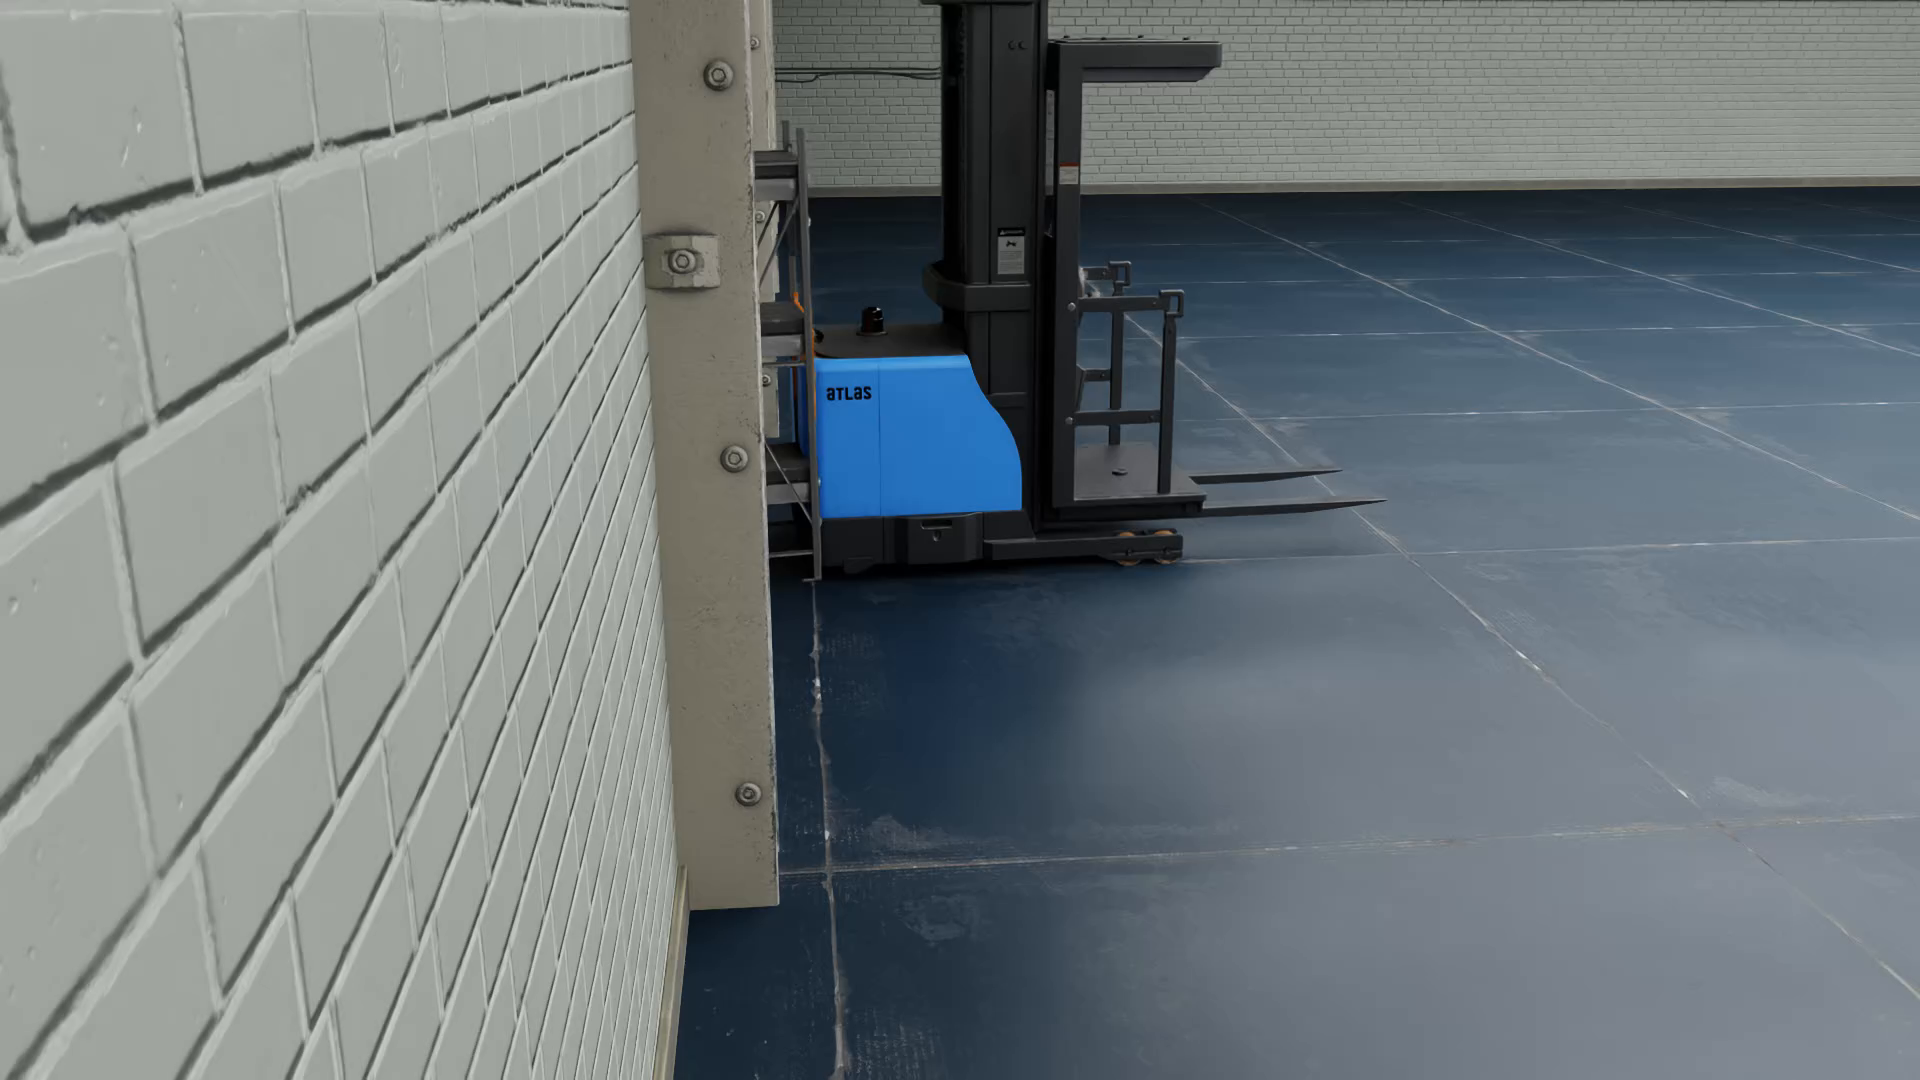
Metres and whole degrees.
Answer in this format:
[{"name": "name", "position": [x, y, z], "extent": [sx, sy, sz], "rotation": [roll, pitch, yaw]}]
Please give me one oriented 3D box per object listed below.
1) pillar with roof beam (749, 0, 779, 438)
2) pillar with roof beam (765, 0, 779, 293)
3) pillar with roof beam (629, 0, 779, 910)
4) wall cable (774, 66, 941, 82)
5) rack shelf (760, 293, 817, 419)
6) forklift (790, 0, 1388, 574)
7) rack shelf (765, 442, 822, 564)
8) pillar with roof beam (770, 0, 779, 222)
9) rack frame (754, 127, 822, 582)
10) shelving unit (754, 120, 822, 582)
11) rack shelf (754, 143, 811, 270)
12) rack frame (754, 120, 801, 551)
[{"name": "pillar with roof beam", "position": [2.934, -5.147, 10.047], "extent": [9.100, 9.000, 0.400], "rotation": [-2, 18, -6]}, {"name": "pillar with roof beam", "position": [2.315, -6.934, 15.741], "extent": [9.100, 9.000, 0.400], "rotation": [-2, 18, -6]}, {"name": "pillar with roof beam", "position": [3.552, -3.359, 4.353], "extent": [9.100, 9.000, 0.400], "rotation": [-2, 18, -6]}, {"name": "wall cable", "position": [-1.575, -8.026, 24.402], "extent": [3.097, 2.526, 0.112], "rotation": [-2, 18, -6]}, {"name": "rack shelf", "position": [-0.922, -0.852, 7.793], "extent": [0.431, 0.518, 0.480], "rotation": [-5, 19, -12]}, {"name": "forklift", "position": [0.667, -1.421, 8.312], "extent": [3.031, 2.935, 1.130], "rotation": [-3, 18, -9]}, {"name": "rack shelf", "position": [-0.914, -0.186, 8.010], "extent": [0.431, 0.518, 0.480], "rotation": [-5, 19, -12]}, {"name": "pillar with roof beam", "position": [1.696, -8.722, 21.435], "extent": [9.100, 9.000, 0.400], "rotation": [-2, 18, -6]}, {"name": "rack frame", "position": [-0.866, -0.791, 7.562], "extent": [0.400, 2.100, 0.015], "rotation": [-5, 19, -12]}, {"name": "shelving unit", "position": [-0.922, -0.865, 7.789], "extent": [0.431, 2.100, 0.503], "rotation": [-5, 19, -12]}, {"name": "rack shelf", "position": [-0.929, -1.517, 7.576], "extent": [0.431, 0.518, 0.480], "rotation": [-5, 19, -12]}, {"name": "rack frame", "position": [-0.977, -0.938, 8.015], "extent": [0.400, 2.100, 0.015], "rotation": [-5, 19, -12]}]
